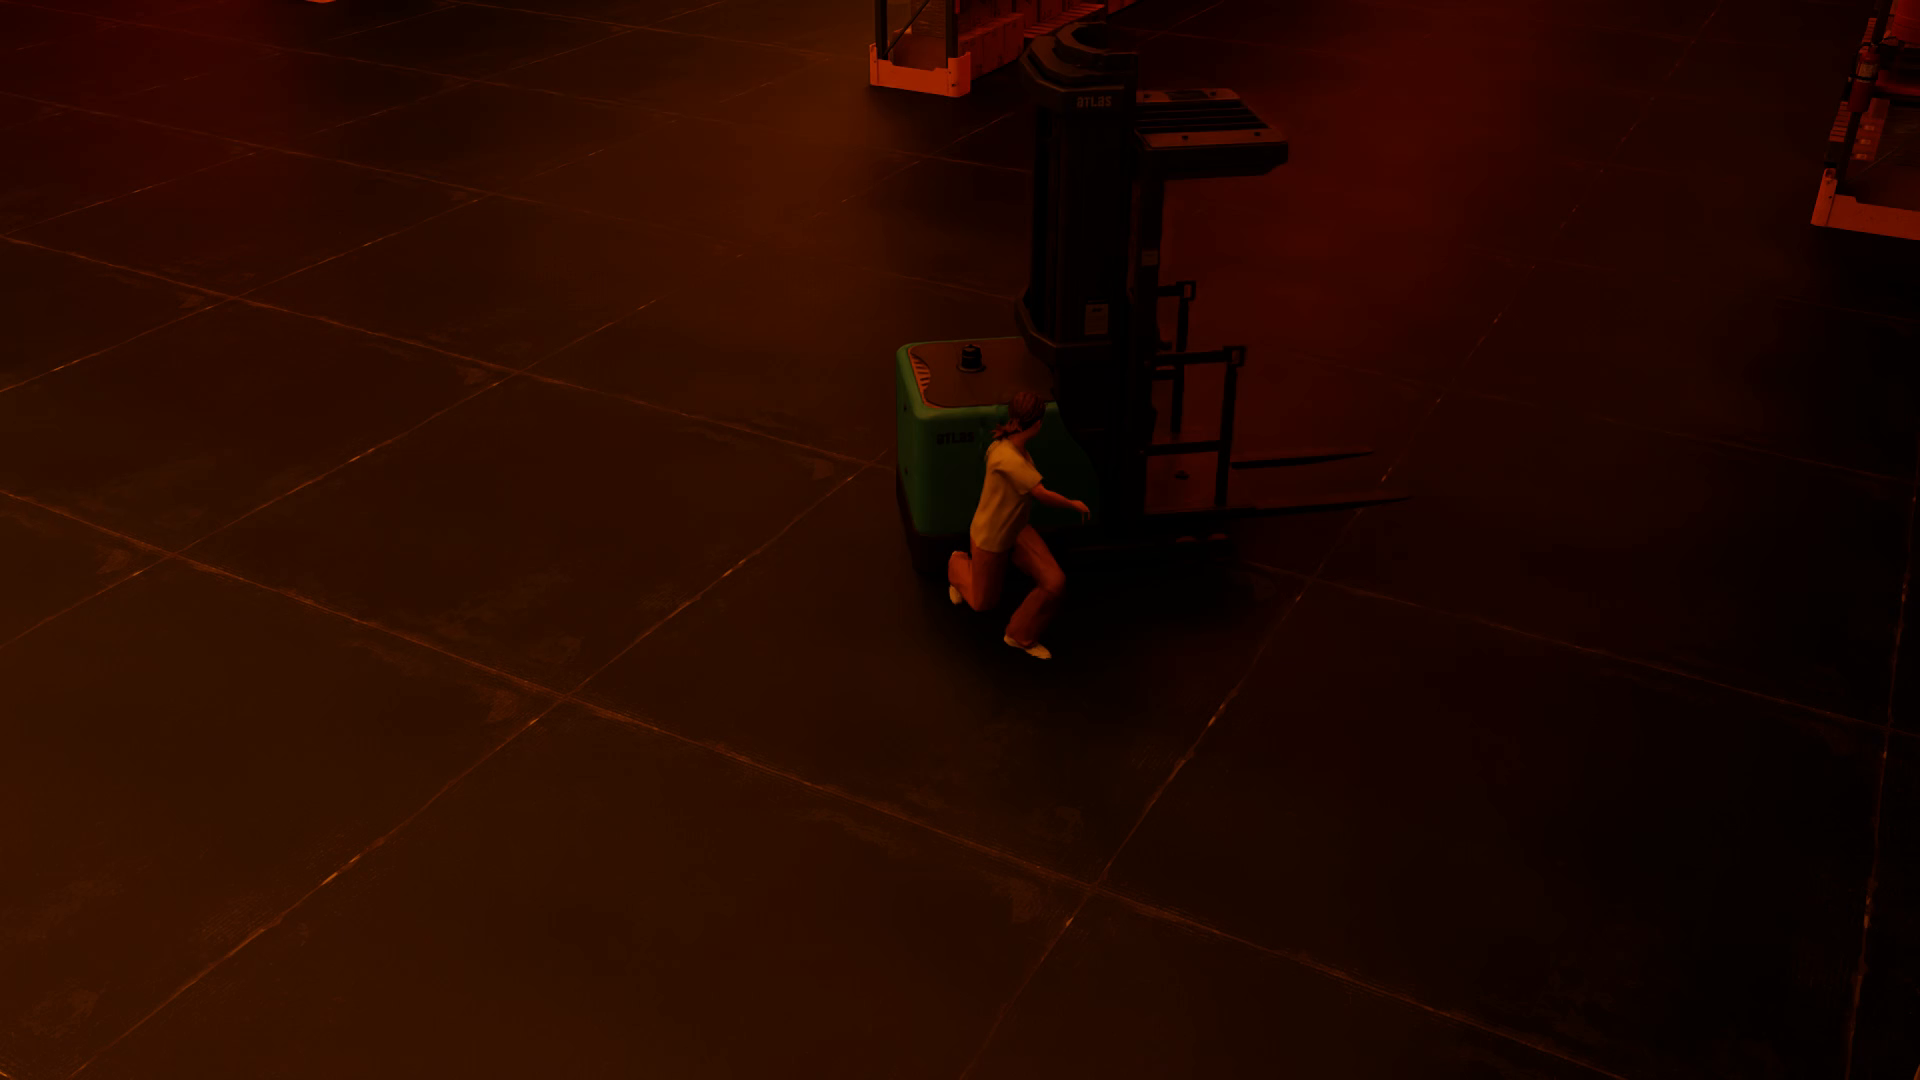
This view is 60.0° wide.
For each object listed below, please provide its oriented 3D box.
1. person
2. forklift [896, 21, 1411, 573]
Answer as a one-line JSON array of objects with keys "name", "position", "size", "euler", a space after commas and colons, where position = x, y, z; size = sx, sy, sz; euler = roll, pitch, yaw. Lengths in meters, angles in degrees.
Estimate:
[{"name": "person", "position": [0.250, -0.121, 8.825], "size": [0.867, 1.453, 0.564], "euler": [22, 37, 33]}, {"name": "forklift", "position": [1.168, -1.385, 9.470], "size": [3.031, 2.935, 1.130], "euler": [-4, 30, -8]}]
